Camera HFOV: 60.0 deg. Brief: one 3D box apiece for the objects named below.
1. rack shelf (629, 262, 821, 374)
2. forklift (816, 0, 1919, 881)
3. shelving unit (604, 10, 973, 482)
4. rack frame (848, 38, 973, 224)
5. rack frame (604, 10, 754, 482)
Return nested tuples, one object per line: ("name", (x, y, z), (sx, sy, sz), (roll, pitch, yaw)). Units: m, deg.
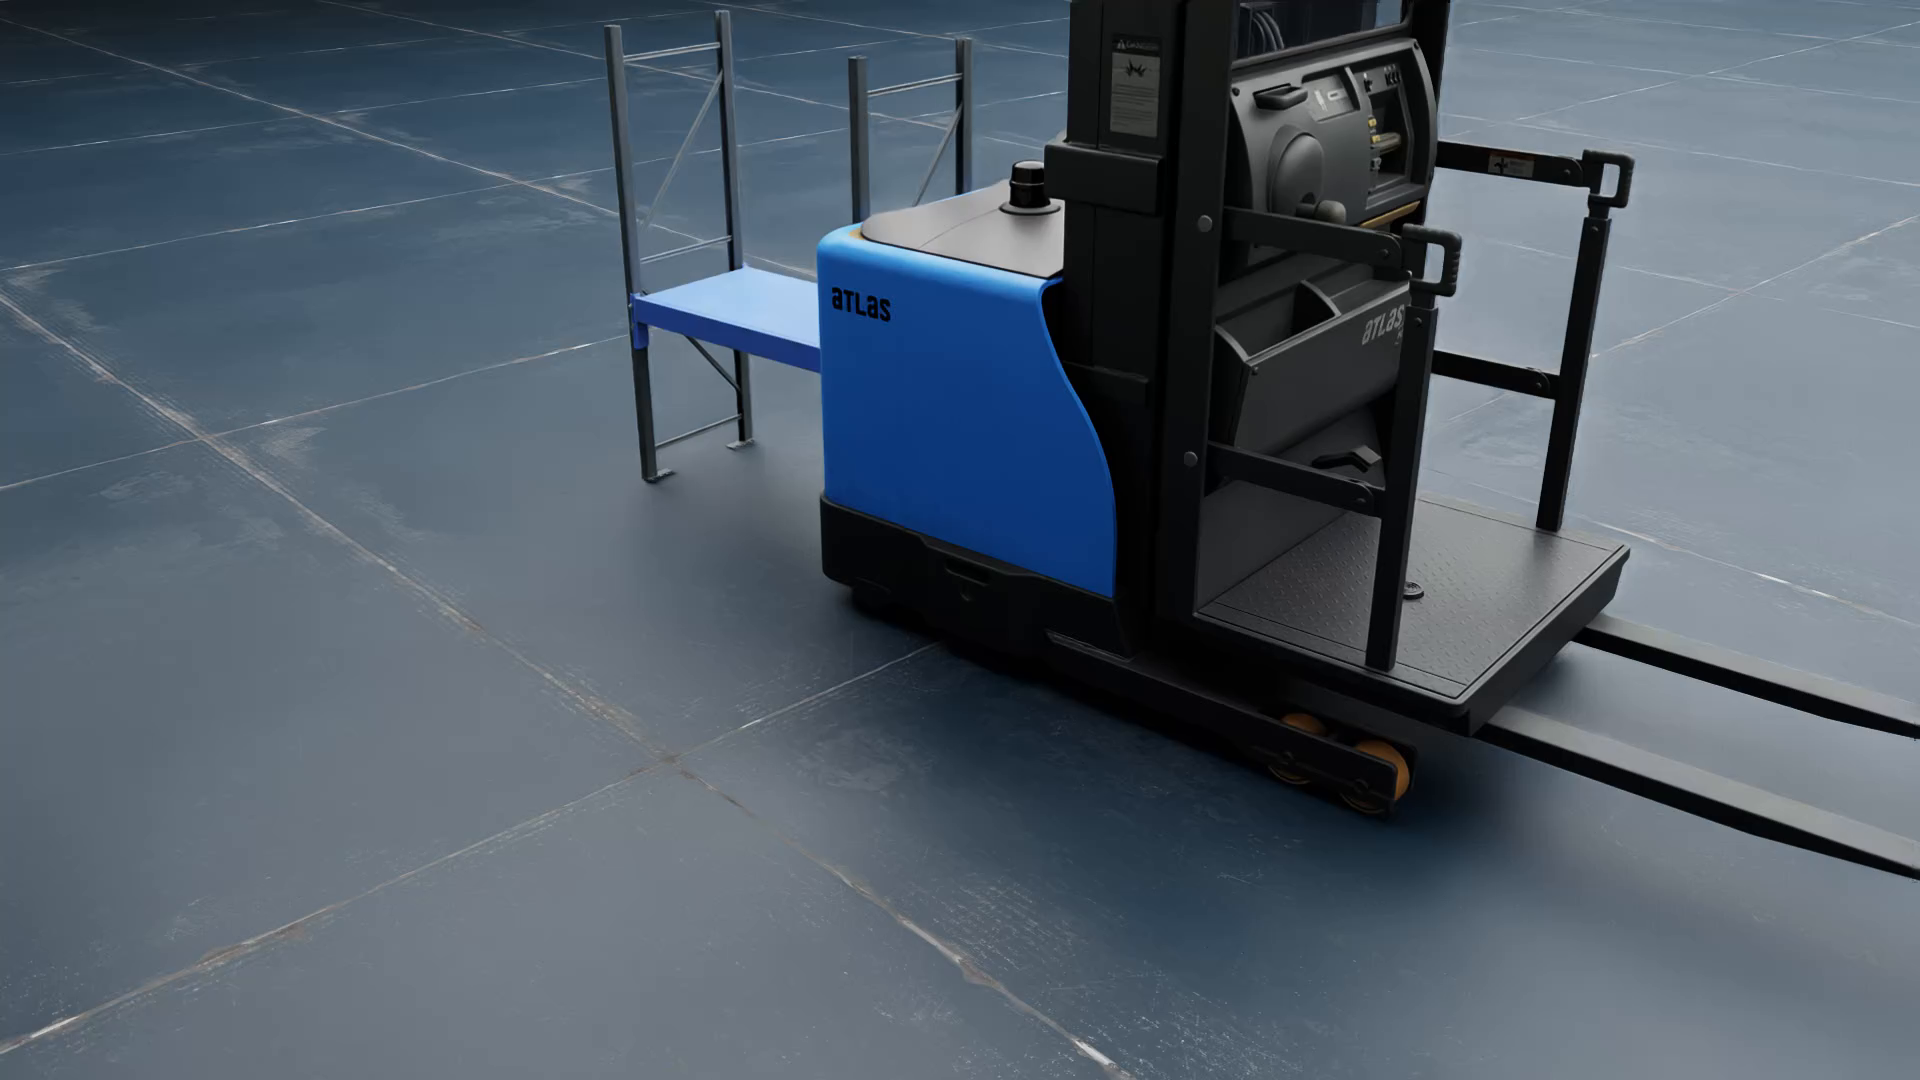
("rack shelf", (-0.526, -0.668, 5.340), (1.000, 0.185, 0.538), (19, 31, 35))
("forklift", (1.055, -0.948, 3.797), (3.031, 2.935, 1.130), (19, 31, 35))
("shelving unit", (-0.526, -0.831, 5.266), (1.048, 1.500, 0.538), (19, 31, 35))
("rack frame", (-0.133, -0.698, 4.972), (0.032, 1.500, 0.500), (19, 31, 35))
("rack frame", (-0.919, -0.965, 5.559), (0.032, 1.500, 0.500), (19, 31, 35))
